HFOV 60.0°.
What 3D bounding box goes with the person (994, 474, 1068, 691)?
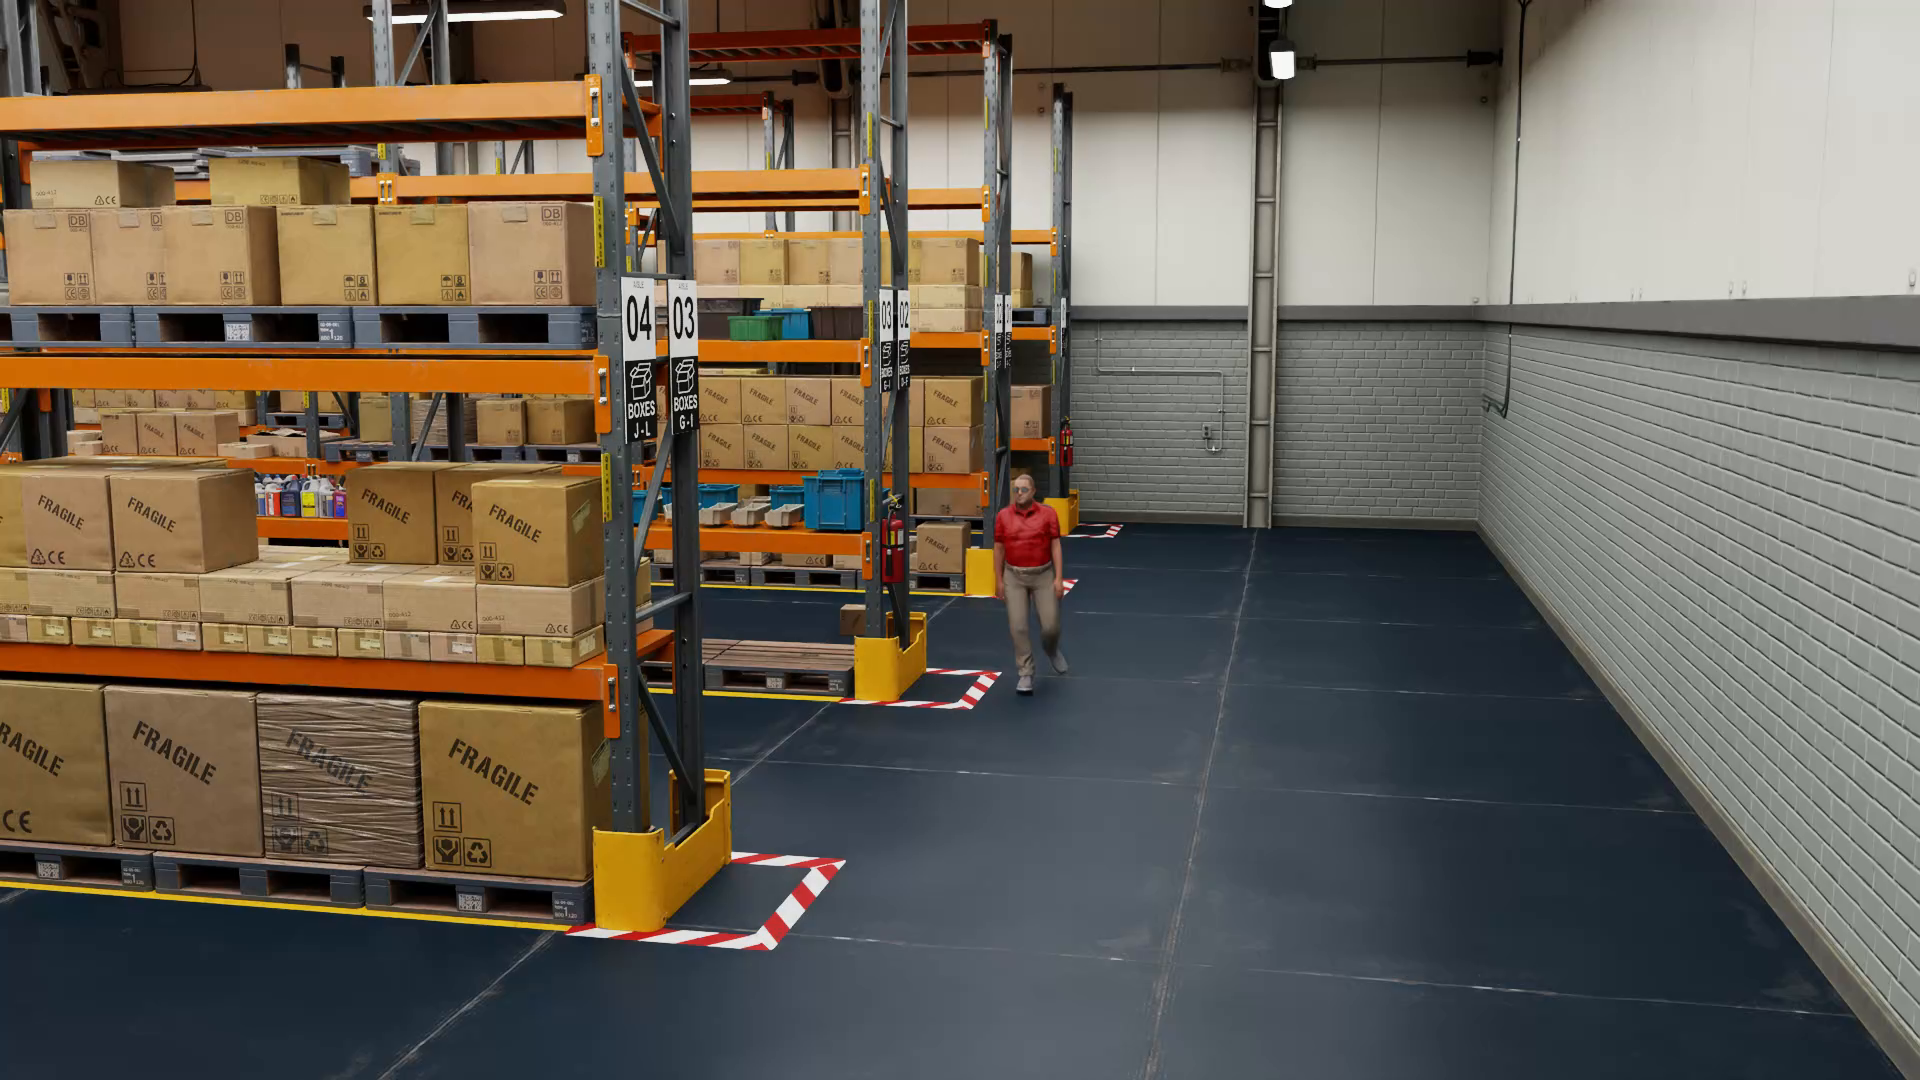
[{"bbox_3d":[0.564,0.322,13.363,0.586,1.720,0.595,1,8,9],"label":"person"}]
